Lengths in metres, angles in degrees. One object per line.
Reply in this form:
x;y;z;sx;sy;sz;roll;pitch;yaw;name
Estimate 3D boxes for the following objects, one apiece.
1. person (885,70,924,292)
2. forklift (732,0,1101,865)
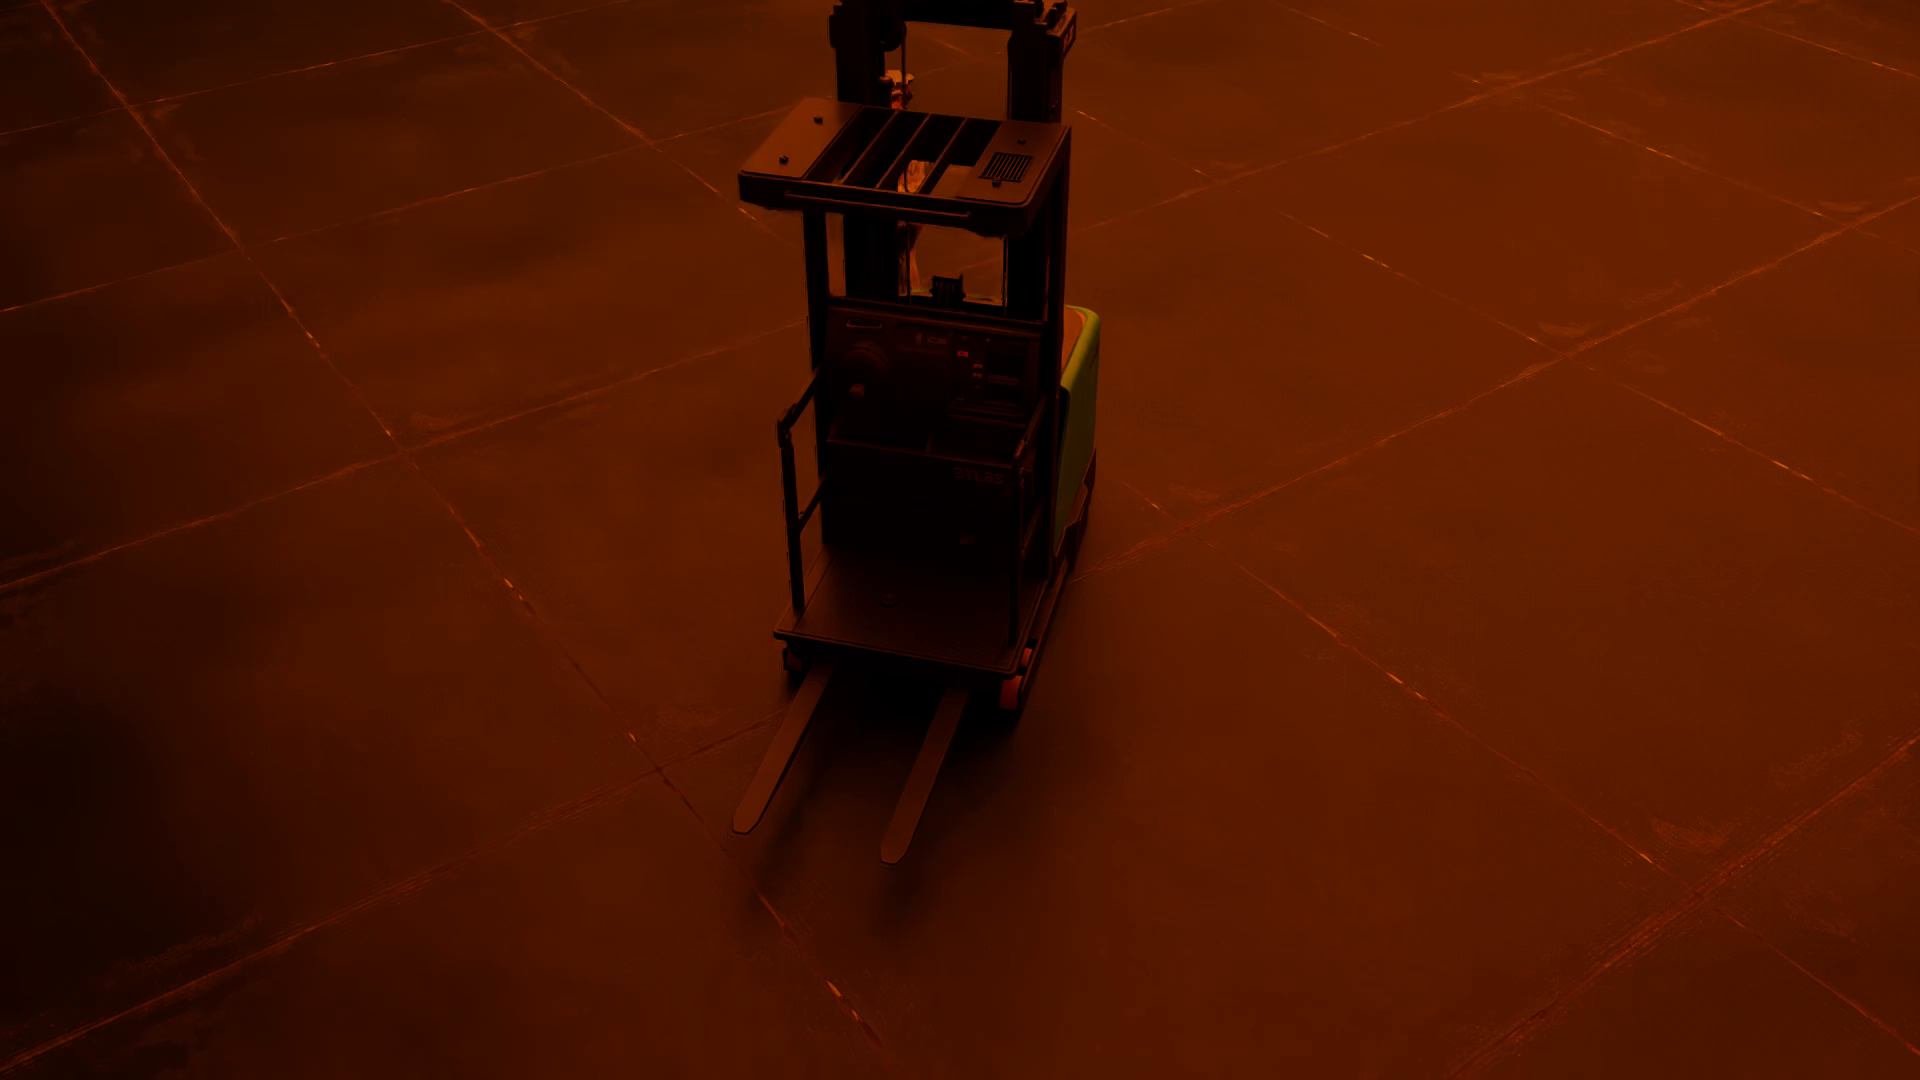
-0.397;-1.944;9.723;0.654;1.613;0.671;-24;43;-29;person
-0.175;-0.678;6.862;1.130;2.935;3.031;9;37;12;forklift
